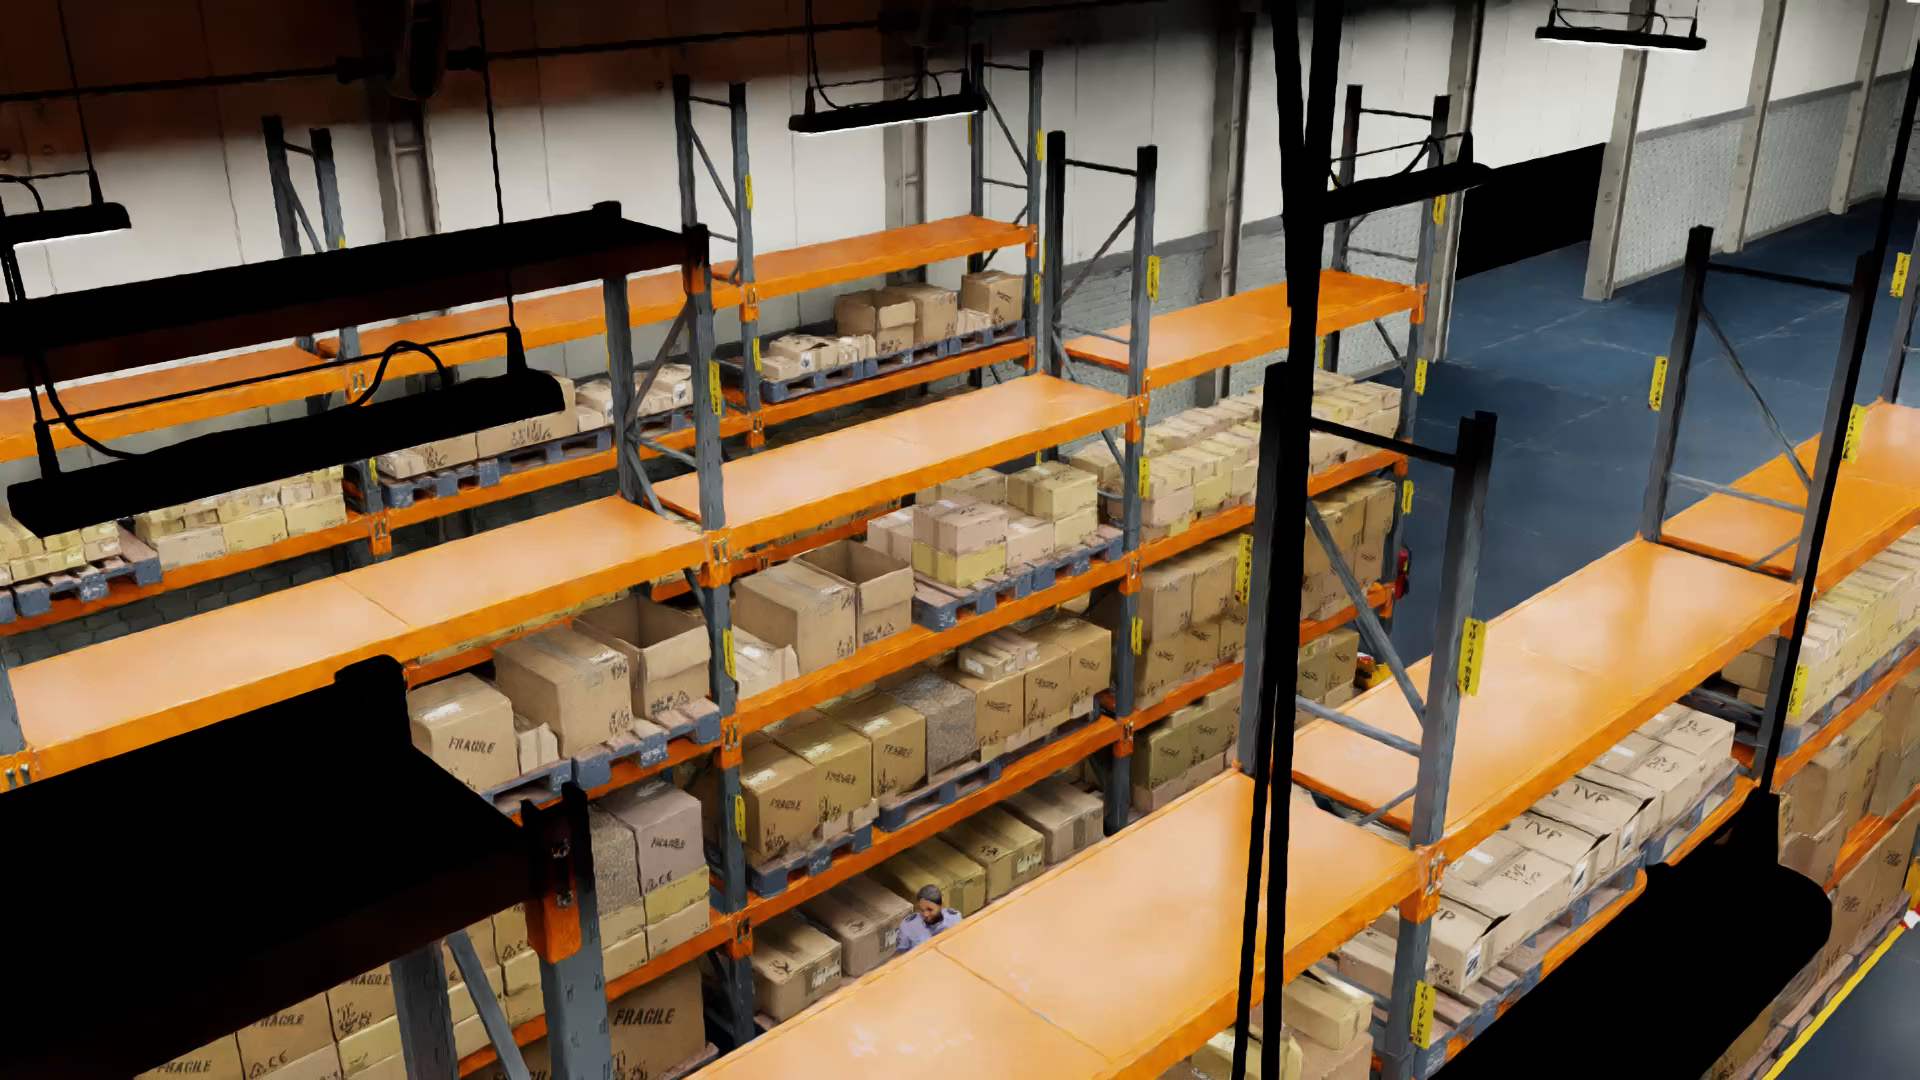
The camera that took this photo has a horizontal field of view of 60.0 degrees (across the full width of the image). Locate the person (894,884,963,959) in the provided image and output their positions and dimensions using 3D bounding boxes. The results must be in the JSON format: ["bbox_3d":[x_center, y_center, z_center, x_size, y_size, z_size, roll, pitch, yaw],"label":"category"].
[{"bbox_3d":[-0.189,3.066,11.302,0.583,1.607,0.552,-8,24,-20],"label":"person"}]
